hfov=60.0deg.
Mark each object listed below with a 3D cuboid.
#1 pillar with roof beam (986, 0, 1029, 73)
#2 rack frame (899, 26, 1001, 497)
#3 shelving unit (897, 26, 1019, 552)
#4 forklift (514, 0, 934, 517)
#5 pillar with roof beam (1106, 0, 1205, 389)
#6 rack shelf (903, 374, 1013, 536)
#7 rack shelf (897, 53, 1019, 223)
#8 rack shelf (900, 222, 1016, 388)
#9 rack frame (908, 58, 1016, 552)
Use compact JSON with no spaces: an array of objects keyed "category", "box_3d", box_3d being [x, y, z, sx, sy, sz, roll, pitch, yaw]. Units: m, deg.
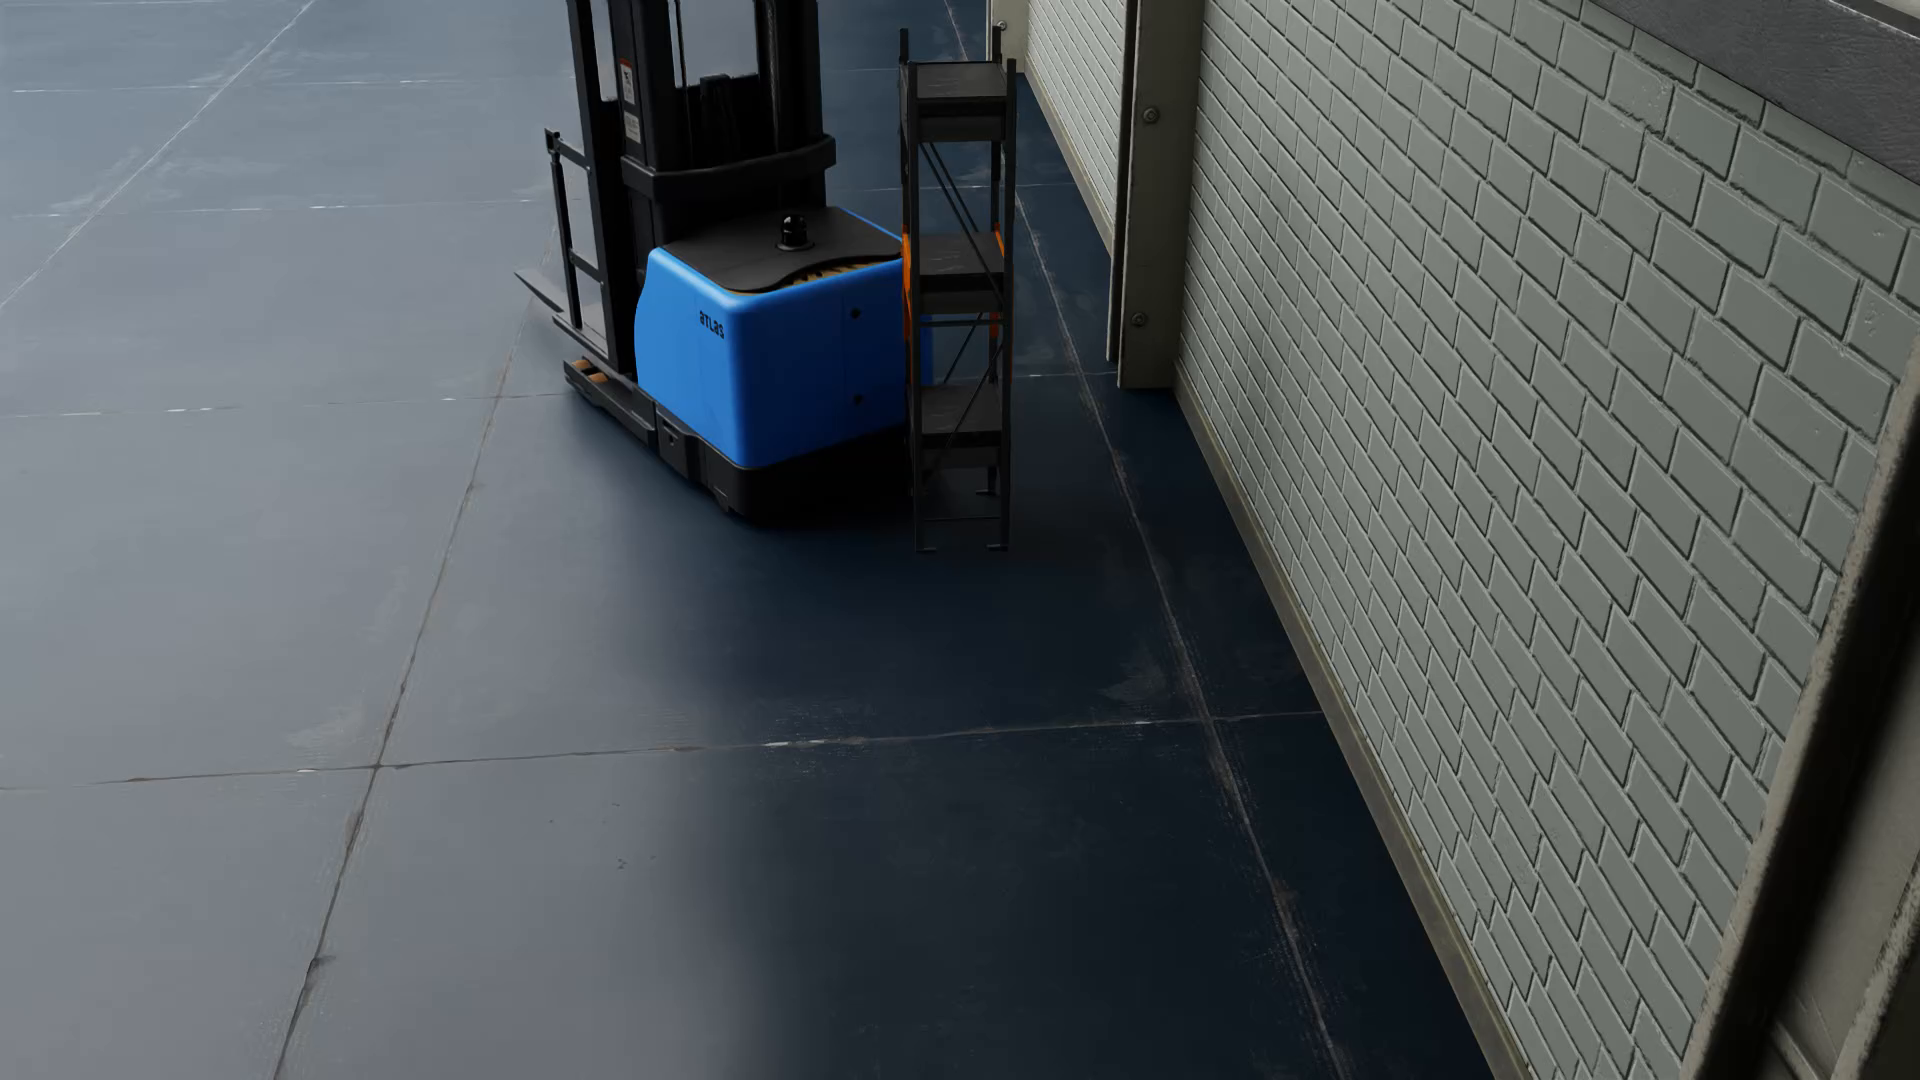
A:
[{"category":"pillar with roof beam","box_3d":[-3.893,-7.607,11.210,9.100,9.000,0.400,-3,31,-5]},{"category":"rack frame","box_3d":[-0.038,-1.111,7.062,0.400,2.100,0.015,-3,31,-5]},{"category":"shelving unit","box_3d":[-0.015,-0.986,6.853,0.431,2.100,0.503,-3,31,-5]},{"category":"forklift","box_3d":[-1.366,-2.061,7.843,1.130,2.935,3.031,-20,36,-30]},{"category":"pillar with roof beam","box_3d":[-3.332,-4.543,6.081,9.100,9.000,0.400,-3,31,-5]},{"category":"rack shelf","box_3d":[-0.015,-0.373,7.219,0.431,0.518,0.480,-3,31,-5]},{"category":"rack shelf","box_3d":[-0.015,-1.575,6.501,0.431,0.518,0.480,-3,31,-5]},{"category":"rack shelf","box_3d":[-0.015,-0.974,6.860,0.431,0.518,0.480,-3,31,-5]},{"category":"rack frame","box_3d":[0.007,-0.861,6.644,0.400,2.100,0.015,-3,31,-5]}]
